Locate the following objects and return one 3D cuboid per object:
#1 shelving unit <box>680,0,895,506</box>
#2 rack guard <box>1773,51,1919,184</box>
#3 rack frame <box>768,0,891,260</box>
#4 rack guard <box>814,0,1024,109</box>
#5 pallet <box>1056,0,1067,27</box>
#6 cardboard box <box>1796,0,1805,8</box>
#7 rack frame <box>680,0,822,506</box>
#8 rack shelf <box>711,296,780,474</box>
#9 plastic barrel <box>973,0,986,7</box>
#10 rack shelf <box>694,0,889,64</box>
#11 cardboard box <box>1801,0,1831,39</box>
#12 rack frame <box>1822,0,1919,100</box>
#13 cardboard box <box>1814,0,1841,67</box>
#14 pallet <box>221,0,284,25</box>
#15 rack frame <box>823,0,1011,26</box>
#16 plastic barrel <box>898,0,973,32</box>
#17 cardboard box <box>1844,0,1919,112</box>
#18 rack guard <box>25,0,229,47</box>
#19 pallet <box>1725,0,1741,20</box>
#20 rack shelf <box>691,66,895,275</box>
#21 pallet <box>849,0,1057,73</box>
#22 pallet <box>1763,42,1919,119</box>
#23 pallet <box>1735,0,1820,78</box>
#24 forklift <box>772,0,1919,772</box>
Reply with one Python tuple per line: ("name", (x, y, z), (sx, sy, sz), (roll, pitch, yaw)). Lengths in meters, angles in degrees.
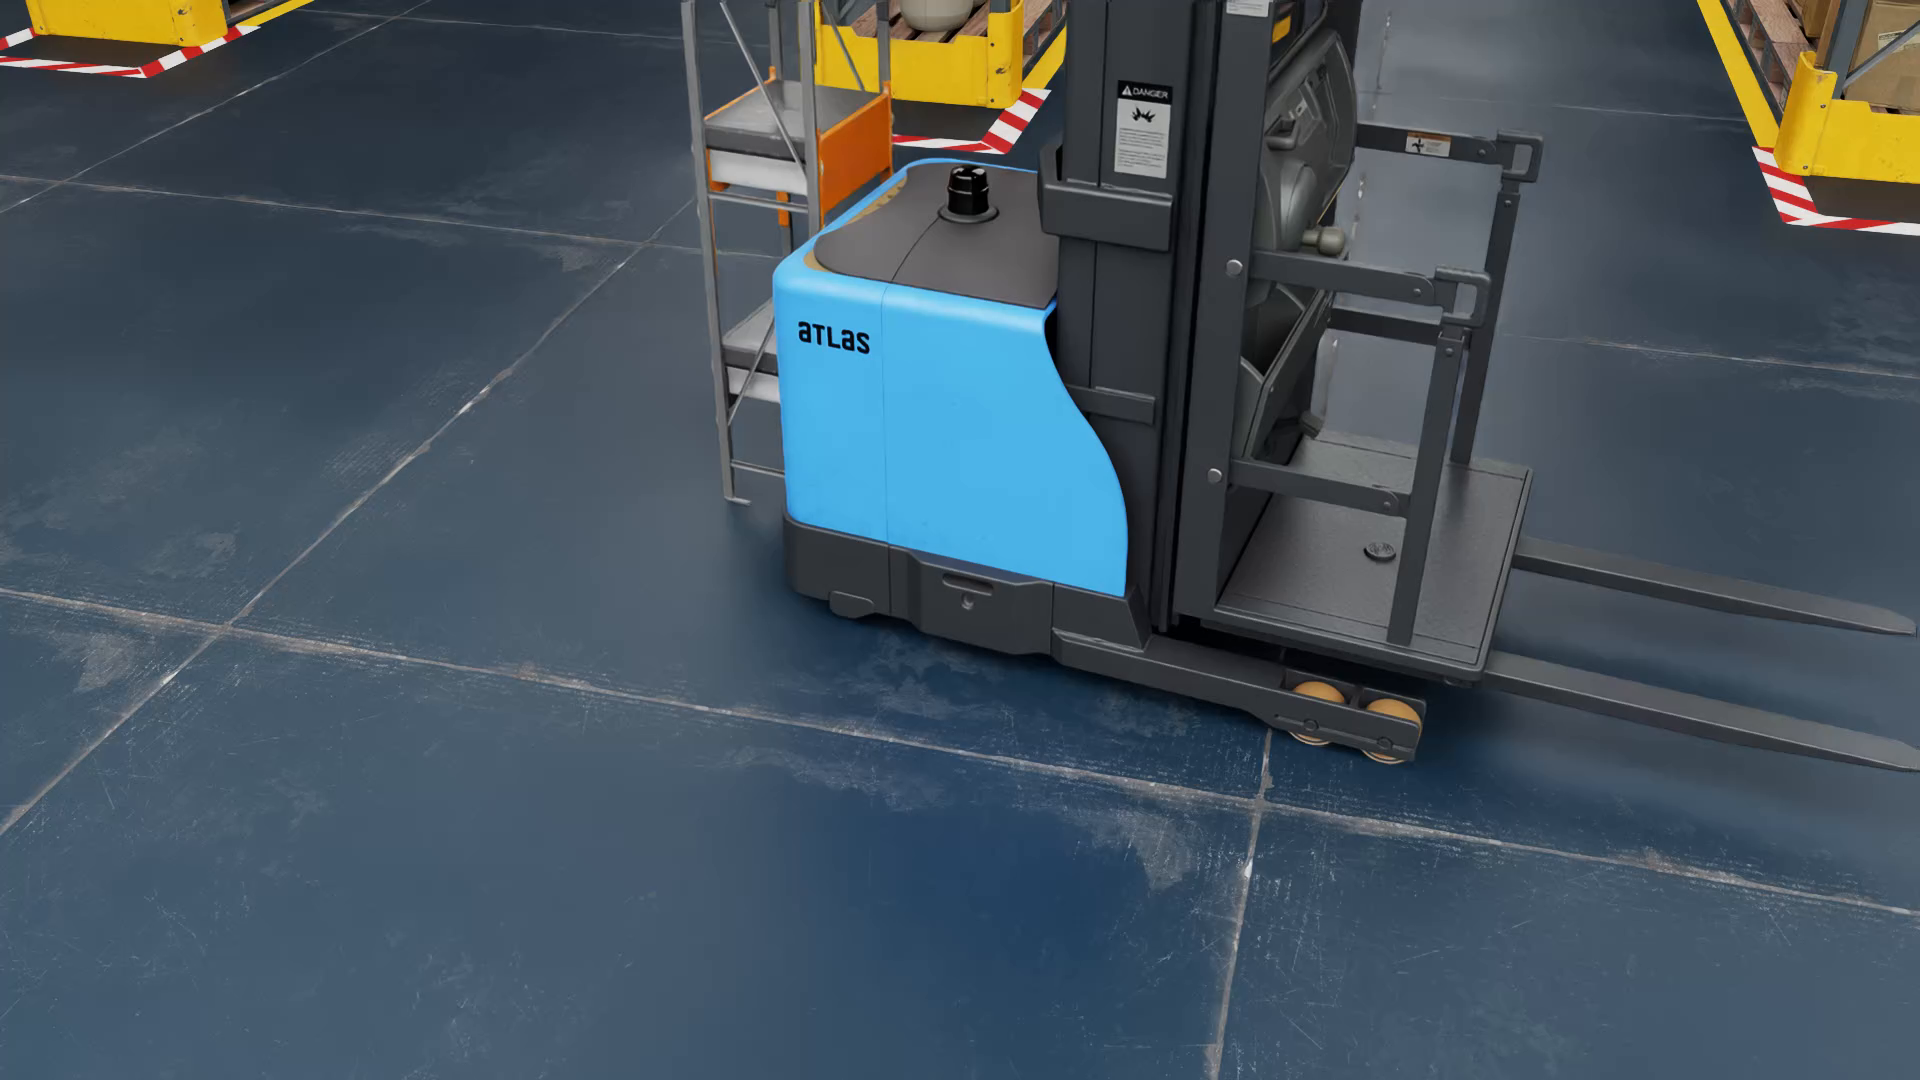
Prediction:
("shelving unit", (-0.490, -1.098, 5.020), (0.431, 2.100, 0.503), (13, 35, 19))
("rack guard", (4.579, -1.991, 7.917), (1.175, 0.500, 0.348), (8, 33, 12))
("rack frame", (-0.396, -1.219, 5.210), (0.400, 2.100, 0.015), (13, 35, 19))
("rack guard", (-0.257, -2.672, 8.987), (1.175, 0.500, 0.348), (8, 33, 12))
("pallet", (0.266, -3.602, 10.720), (1.003, 0.211, 1.213), (8, 33, 12))
("cardboard box", (5.215, -3.372, 9.696), (0.500, 0.500, 0.500), (5, 33, 8))
("rack frame", (-0.585, -0.978, 4.831), (0.400, 2.100, 0.015), (13, 35, 19))
("rack shelf", (-0.490, -0.496, 5.403), (0.431, 0.518, 0.480), (13, 35, 19))
("plastic barrel", (-0.011, -3.421, 9.762), (0.421, 0.512, 0.421), (0, 32, 0))
("rack shelf", (-0.490, -1.677, 4.652), (0.431, 0.518, 0.480), (13, 35, 19))
("cardboard box", (5.030, -3.088, 9.250), (0.500, 0.500, 0.500), (11, 34, 17))
("rack frame", (4.560, -3.007, 7.184), (1.000, 3.000, 0.127), (8, 33, 12))
("cardboard box", (4.853, -2.766, 8.743), (0.500, 0.500, 0.500), (17, 36, 25))
("pallet", (-4.868, -3.583, 10.690), (1.003, 0.211, 1.213), (8, 33, 12))
("rack frame", (-0.231, -3.681, 8.245), (1.000, 3.000, 0.127), (8, 33, 12))
("plastic barrel", (-0.138, -3.160, 9.353), (0.421, 0.512, 0.421), (0, 32, 0))
("cardboard box", (4.734, -2.451, 8.248), (0.500, 0.500, 0.500), (14, 35, 21))
("rack guard", (-5.027, -3.290, 9.959), (1.175, 0.500, 0.348), (8, 33, 12))
("pallet", (5.439, -3.552, 10.641), (1.003, 0.211, 1.213), (8, 33, 12))
("rack shelf", (-0.490, -1.087, 5.028), (0.431, 0.518, 0.480), (13, 35, 19))
("pallet", (-0.046, -2.971, 9.727), (1.003, 0.211, 1.213), (8, 33, 12))
("pallet", (4.819, -2.286, 8.650), (1.003, 0.211, 1.213), (8, 33, 12))
("pallet", (5.131, -2.917, 9.642), (1.003, 0.211, 1.213), (8, 33, 12))
("forklift", (1.051, -0.979, 4.058), (3.031, 2.935, 1.130), (13, 35, 19))
